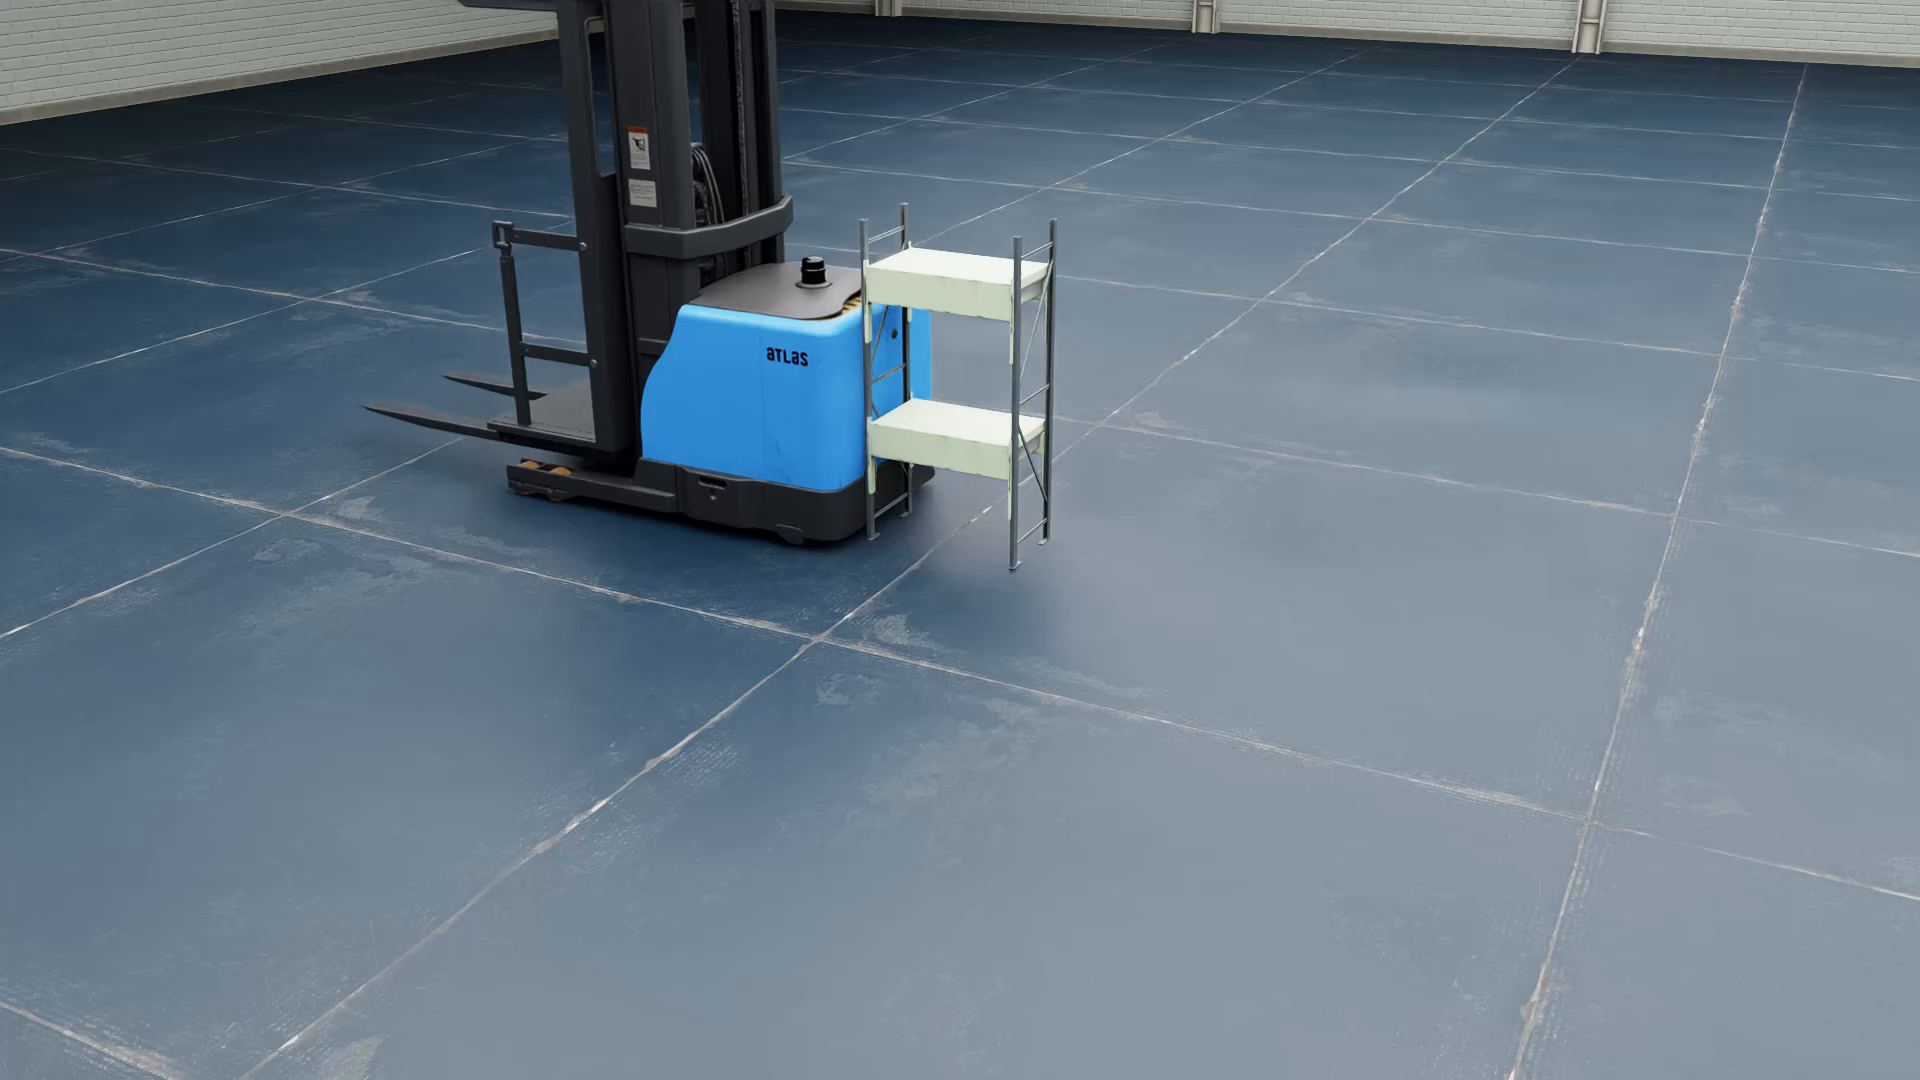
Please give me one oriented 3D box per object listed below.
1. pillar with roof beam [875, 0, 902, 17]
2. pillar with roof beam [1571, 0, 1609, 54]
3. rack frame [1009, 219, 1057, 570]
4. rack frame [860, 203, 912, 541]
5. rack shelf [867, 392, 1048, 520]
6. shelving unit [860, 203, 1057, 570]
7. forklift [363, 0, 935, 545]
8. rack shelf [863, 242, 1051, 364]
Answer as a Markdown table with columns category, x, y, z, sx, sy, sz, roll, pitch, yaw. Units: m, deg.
| category | x | y | z | sx | sy | sz | roll | pitch | yaw |
| --- | --- | --- | --- | --- | --- | --- | --- | --- | --- |
| pillar with roof beam | -3.226 | -12.097 | 24.697 | 0.400 | 9.000 | 9.100 | 11 | 25 | 25 |
| pillar with roof beam | 7.483 | -9.978 | 19.714 | 0.400 | 9.000 | 9.100 | 11 | 25 | 25 |
| rack frame | 0.321 | -0.627 | 7.307 | 0.023 | 1.500 | 0.400 | 11 | 25 | 25 |
| rack frame | -0.333 | -0.756 | 7.611 | 0.023 | 1.500 | 0.400 | 11 | 25 | 25 |
| rack shelf | -0.006 | -0.391 | 7.587 | 0.720 | 0.370 | 0.431 | 11 | 25 | 25 |
| shelving unit | -0.006 | -0.691 | 7.459 | 0.755 | 1.500 | 0.431 | 11 | 25 | 25 |
| forklift | -1.678 | -1.710 | 8.025 | 3.031 | 2.935 | 1.130 | 11 | 25 | 24 |
| rack shelf | -0.006 | -1.050 | 7.307 | 0.720 | 0.370 | 0.431 | 11 | 25 | 25 |
